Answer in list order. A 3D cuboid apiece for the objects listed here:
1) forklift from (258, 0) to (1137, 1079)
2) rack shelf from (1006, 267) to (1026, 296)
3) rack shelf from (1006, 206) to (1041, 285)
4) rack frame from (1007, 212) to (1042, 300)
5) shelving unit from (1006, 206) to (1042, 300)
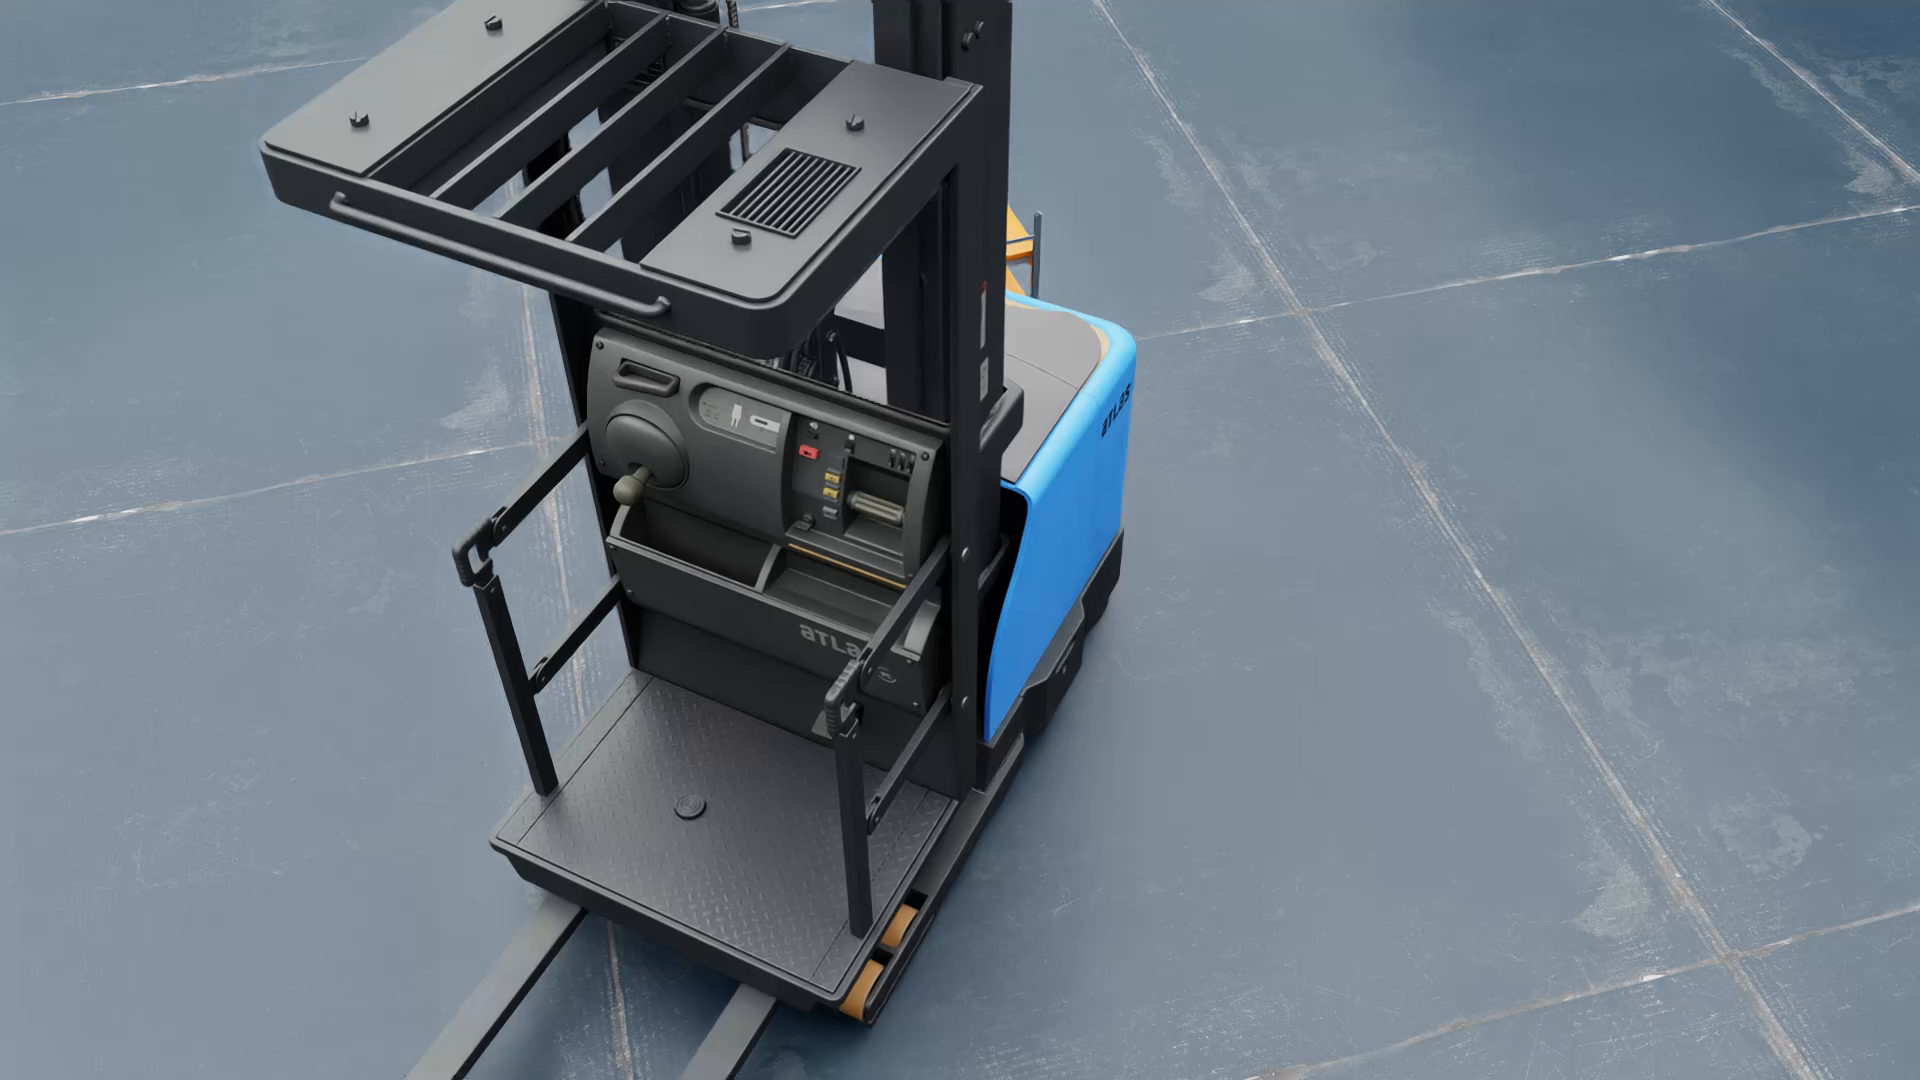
[{"bbox_3d":[-0.577,-0.103,3.799,1.130,2.935,3.031,20,49,18],"label":"forklift"},{"bbox_3d":[0.048,-0.816,5.490,0.258,0.148,0.480,-15,47,-14],"label":"rack shelf"},{"bbox_3d":[0.048,-0.981,5.321,0.258,0.148,0.480,-15,47,-14],"label":"rack shelf"},{"bbox_3d":[0.134,-0.543,5.442,0.240,1.200,0.015,-15,47,-14],"label":"rack frame"},{"bbox_3d":[0.048,-0.706,5.602,0.258,1.200,0.503,-15,47,-14],"label":"shelving unit"}]
